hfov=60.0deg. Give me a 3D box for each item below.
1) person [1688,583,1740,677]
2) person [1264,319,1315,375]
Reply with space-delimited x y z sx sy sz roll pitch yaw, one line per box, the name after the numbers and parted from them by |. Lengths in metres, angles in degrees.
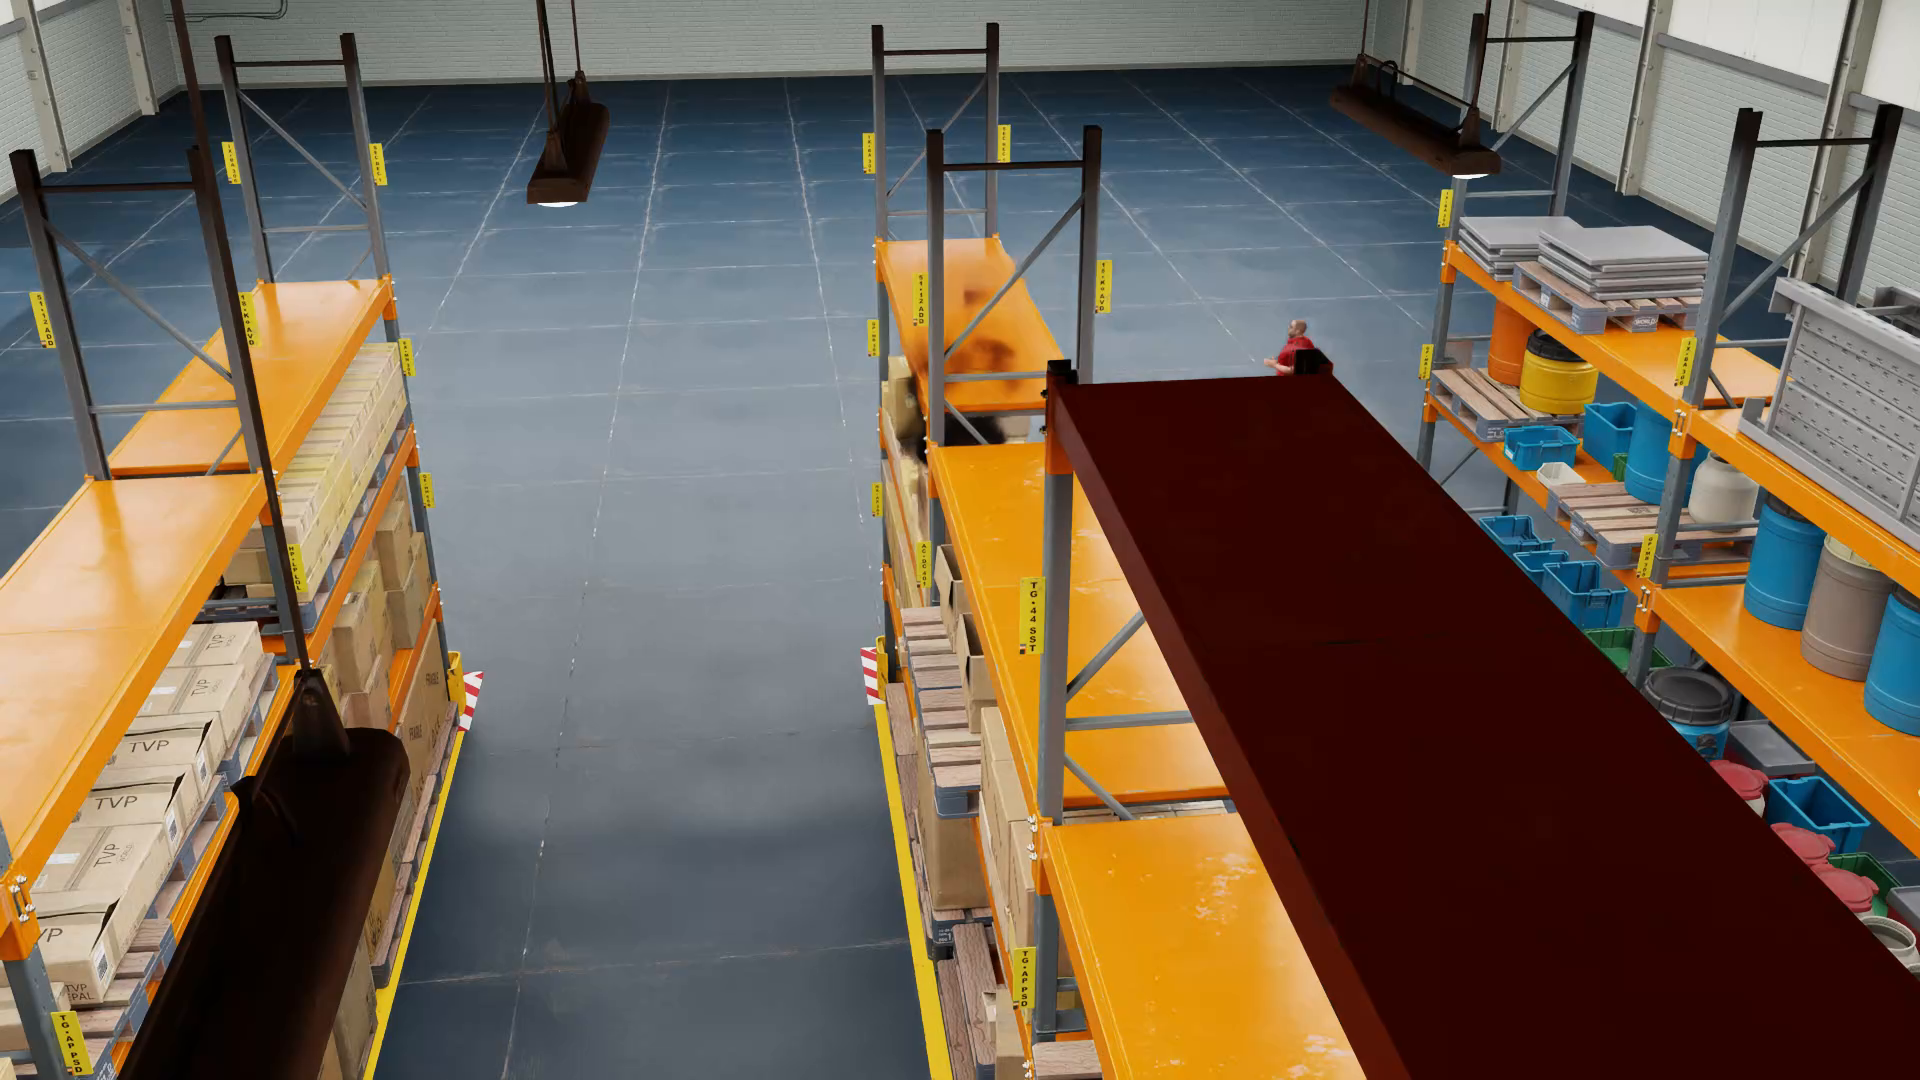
6.438 0.729 14.097 0.658 0.896 0.577 -3 26 -6 | person
4.028 -2.312 20.330 0.597 0.827 0.672 6 26 13 | person
